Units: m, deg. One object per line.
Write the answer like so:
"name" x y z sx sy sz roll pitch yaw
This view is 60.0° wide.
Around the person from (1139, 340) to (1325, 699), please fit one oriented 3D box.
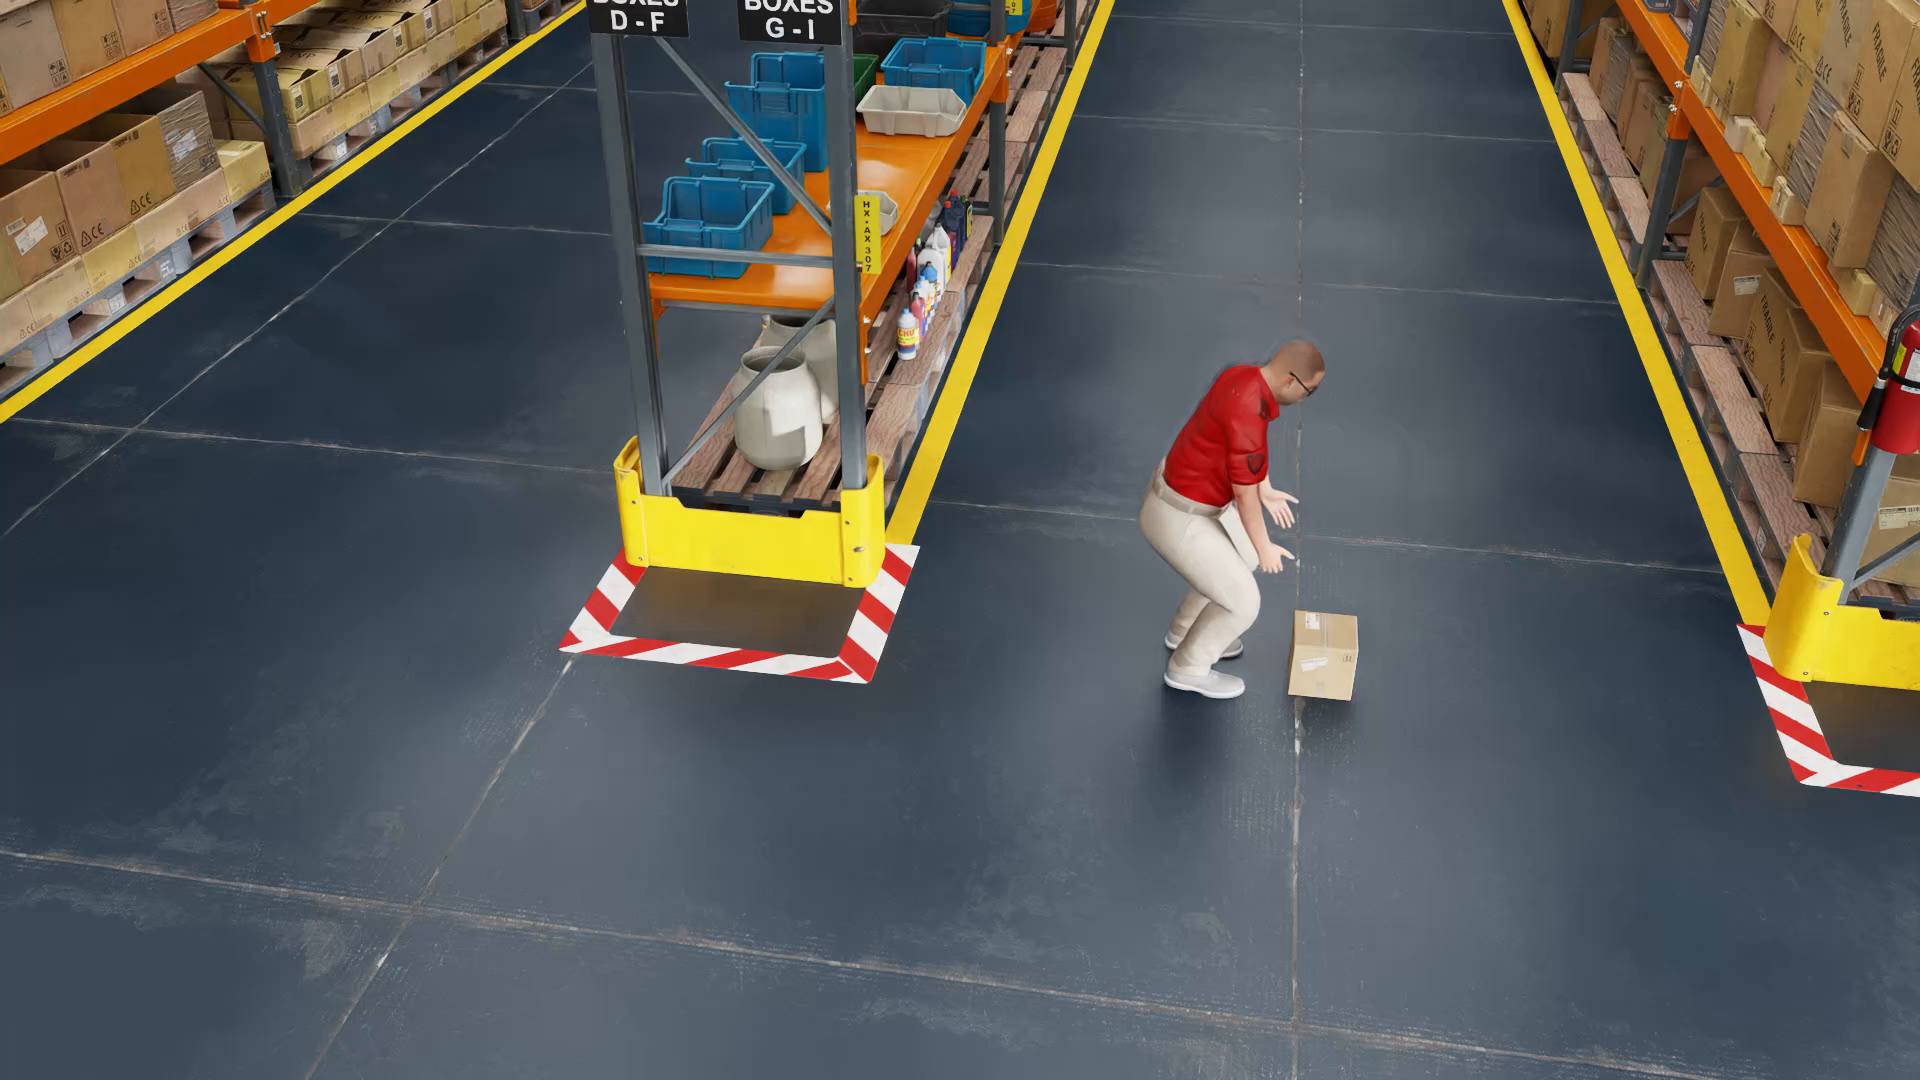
"person" 1.039 -0.115 6.566 0.644 1.494 0.587 5 33 9
